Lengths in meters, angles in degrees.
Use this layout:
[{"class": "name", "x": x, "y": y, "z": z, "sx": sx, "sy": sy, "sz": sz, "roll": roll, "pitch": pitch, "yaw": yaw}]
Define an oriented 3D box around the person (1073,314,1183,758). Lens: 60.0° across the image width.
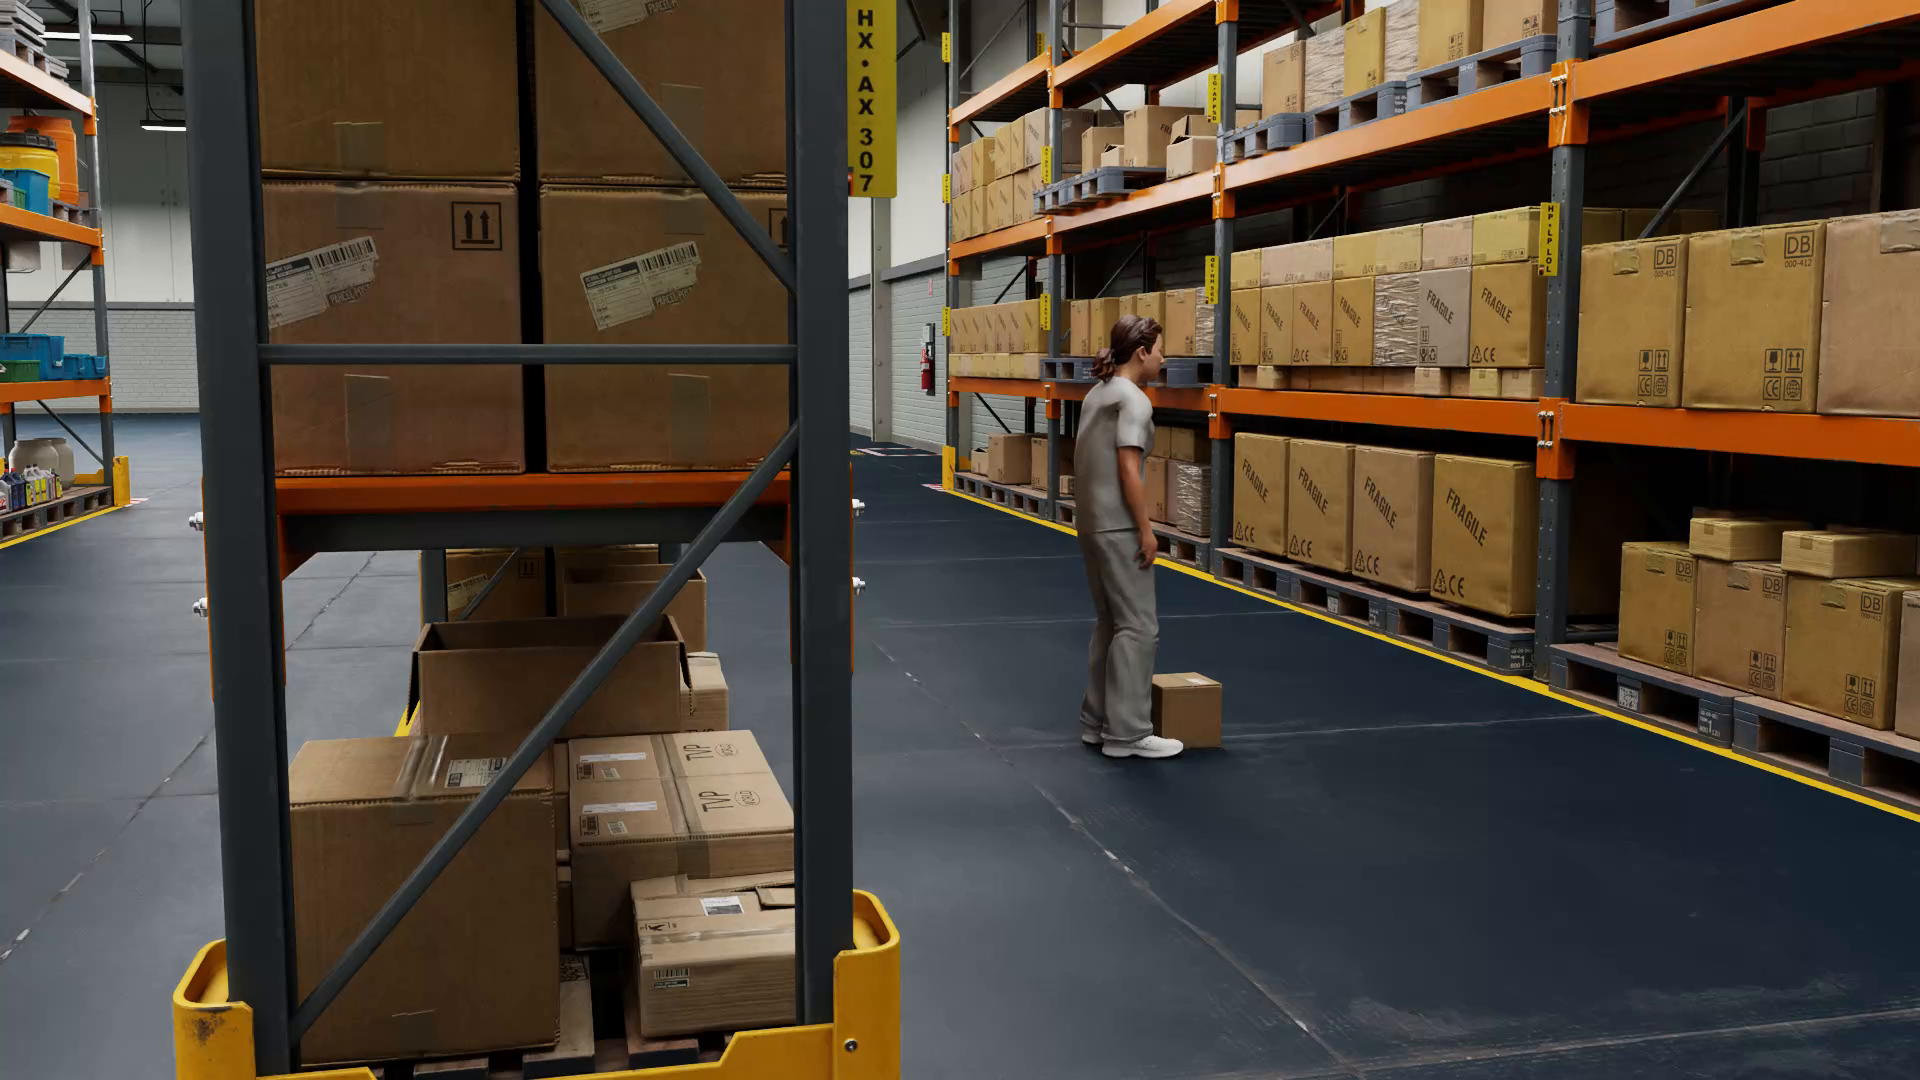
[{"class": "person", "x": 0.626, "y": -0.027, "z": 6.392, "sx": 0.360, "sy": 1.672, "sz": 0.485, "roll": -1, "pitch": 6, "yaw": -13}]
